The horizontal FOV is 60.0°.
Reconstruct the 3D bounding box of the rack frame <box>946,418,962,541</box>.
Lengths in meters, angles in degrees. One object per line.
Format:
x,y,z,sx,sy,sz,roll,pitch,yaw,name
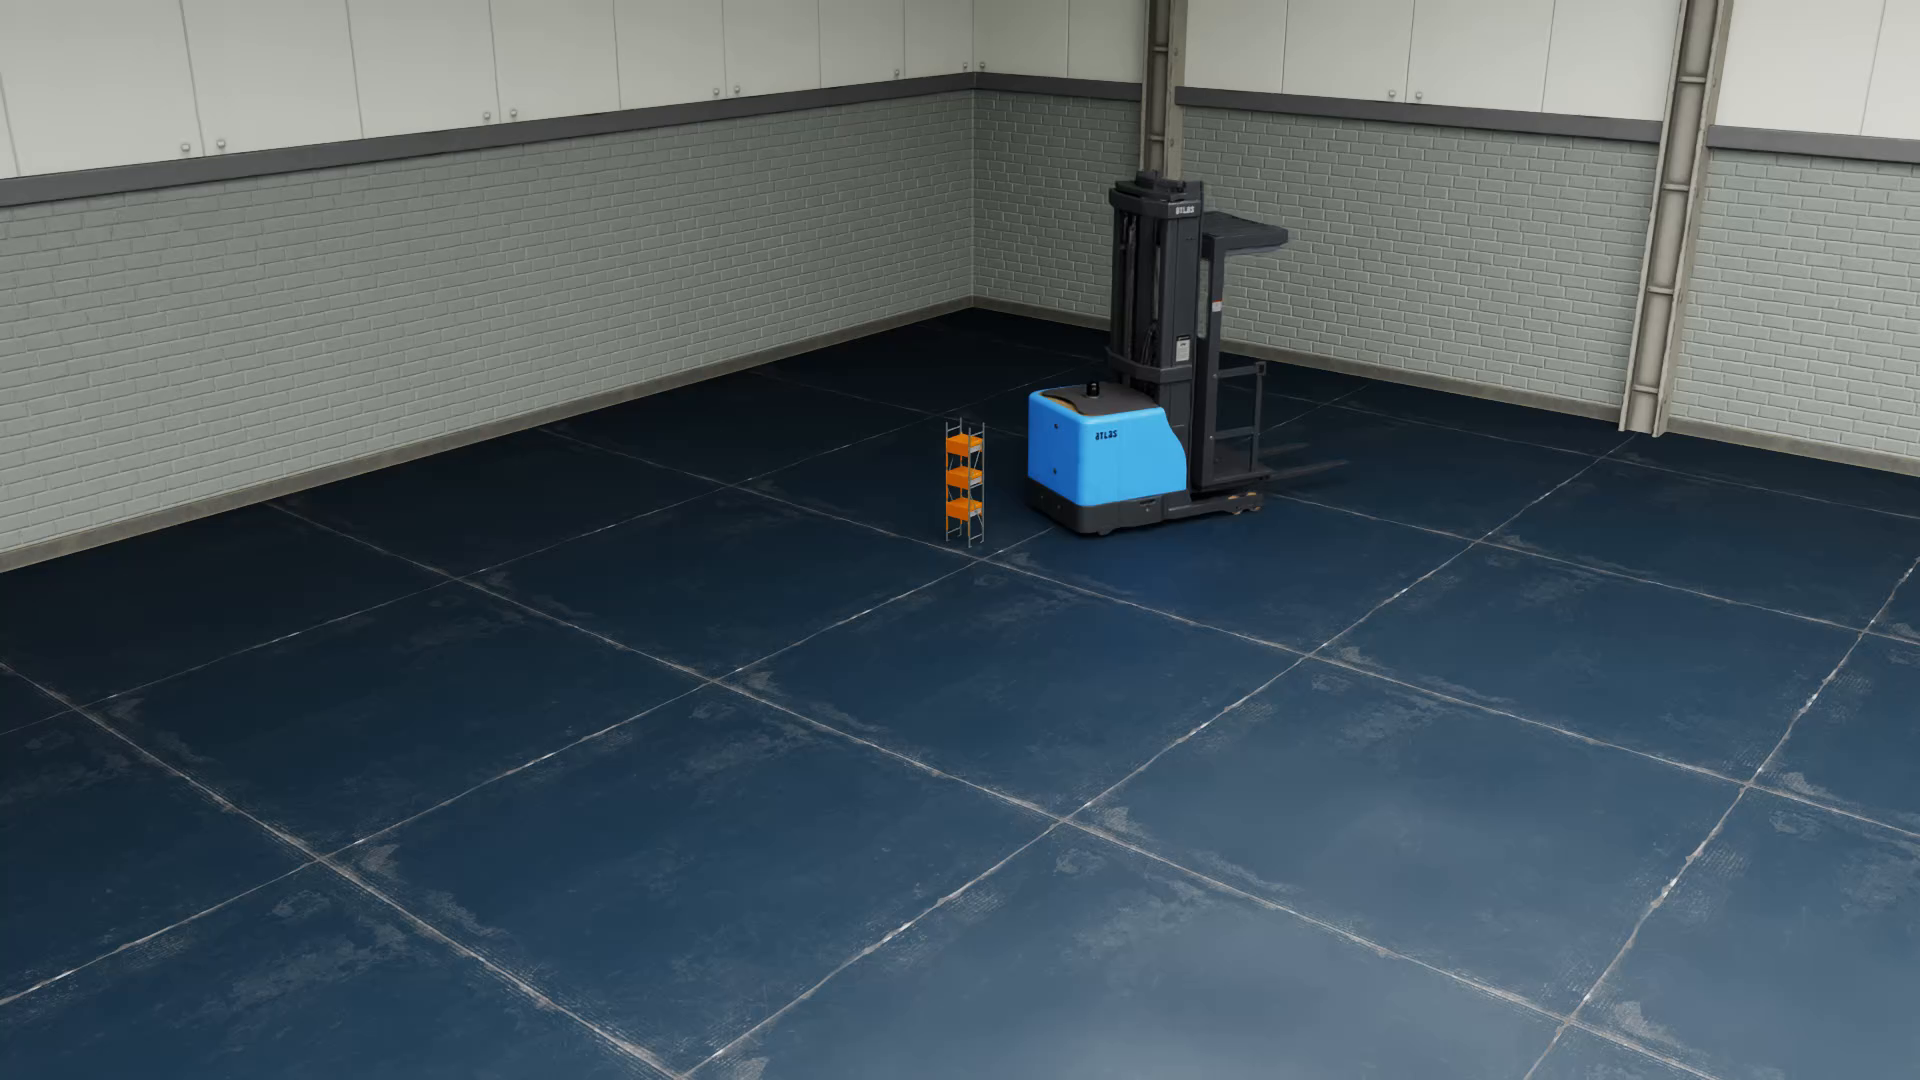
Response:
-0.053,-0.507,14.026,0.008,1.050,0.200,16,26,36,rack frame

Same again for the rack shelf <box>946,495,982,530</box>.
0.041,-0.209,14.055,0.240,0.259,0.215,16,26,36,rack shelf

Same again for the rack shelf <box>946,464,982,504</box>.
0.041,-0.469,13.957,0.240,0.259,0.215,16,26,36,rack shelf

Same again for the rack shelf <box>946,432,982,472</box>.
0.041,-0.735,13.857,0.240,0.259,0.215,16,26,36,rack shelf

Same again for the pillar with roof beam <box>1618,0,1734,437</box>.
4.324,-4.165,12.461,0.400,9.000,9.100,16,26,36,pillar with roof beam

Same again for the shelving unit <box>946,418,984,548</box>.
0.041,-0.479,13.953,0.252,1.050,0.215,16,26,36,shelving unit

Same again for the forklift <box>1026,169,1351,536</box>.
2.139,-1.753,14.665,3.031,2.935,1.130,-10,23,-25,forklift

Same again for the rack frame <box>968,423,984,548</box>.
0.136,-0.452,13.881,0.008,1.050,0.200,16,26,36,rack frame

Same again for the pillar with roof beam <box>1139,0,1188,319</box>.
-0.325,-5.503,16.011,0.400,9.000,9.100,16,26,36,pillar with roof beam
